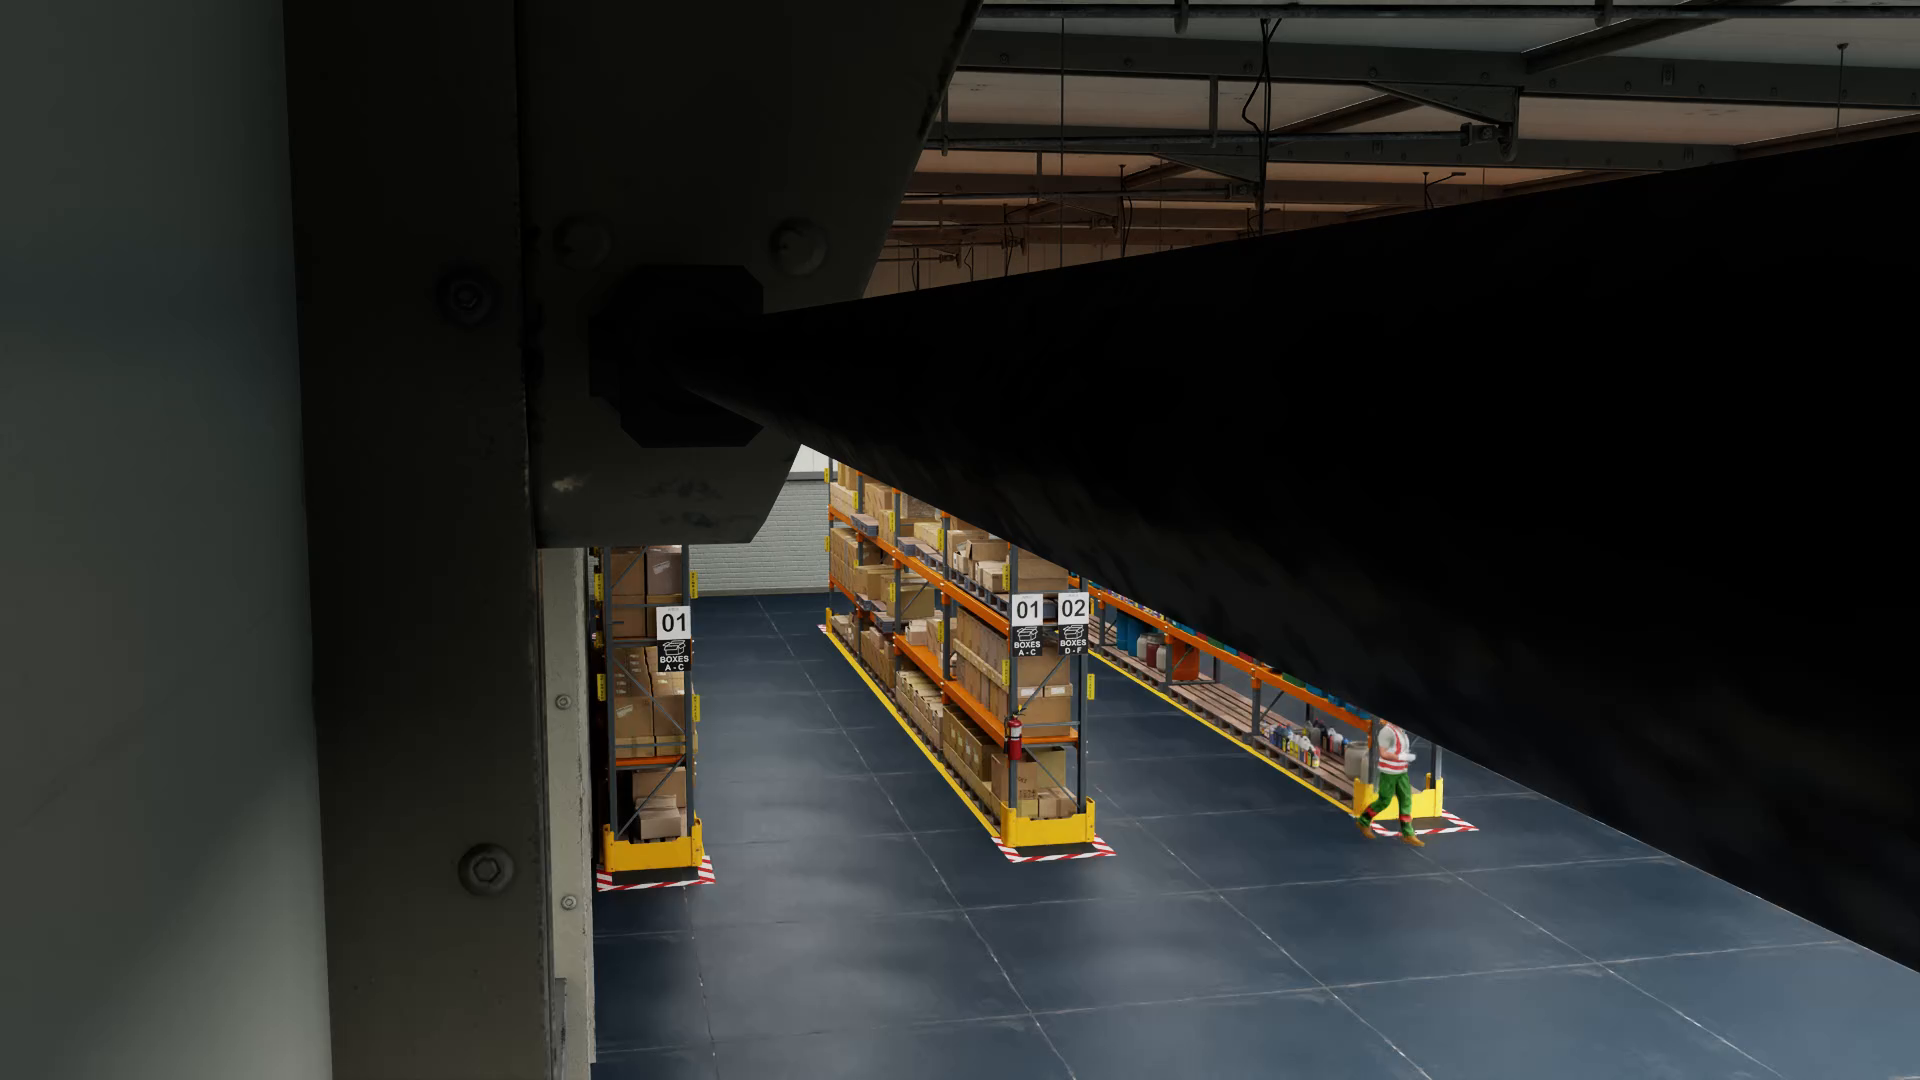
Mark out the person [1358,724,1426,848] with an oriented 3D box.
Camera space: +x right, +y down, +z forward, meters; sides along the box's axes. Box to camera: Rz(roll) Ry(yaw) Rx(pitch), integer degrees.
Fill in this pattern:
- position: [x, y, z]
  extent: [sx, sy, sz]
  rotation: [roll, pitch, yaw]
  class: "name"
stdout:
- position: [5.489, 2.942, 20.965]
  extent: [0.890, 1.776, 0.676]
  rotation: [6, 9, 41]
  class: "person"
